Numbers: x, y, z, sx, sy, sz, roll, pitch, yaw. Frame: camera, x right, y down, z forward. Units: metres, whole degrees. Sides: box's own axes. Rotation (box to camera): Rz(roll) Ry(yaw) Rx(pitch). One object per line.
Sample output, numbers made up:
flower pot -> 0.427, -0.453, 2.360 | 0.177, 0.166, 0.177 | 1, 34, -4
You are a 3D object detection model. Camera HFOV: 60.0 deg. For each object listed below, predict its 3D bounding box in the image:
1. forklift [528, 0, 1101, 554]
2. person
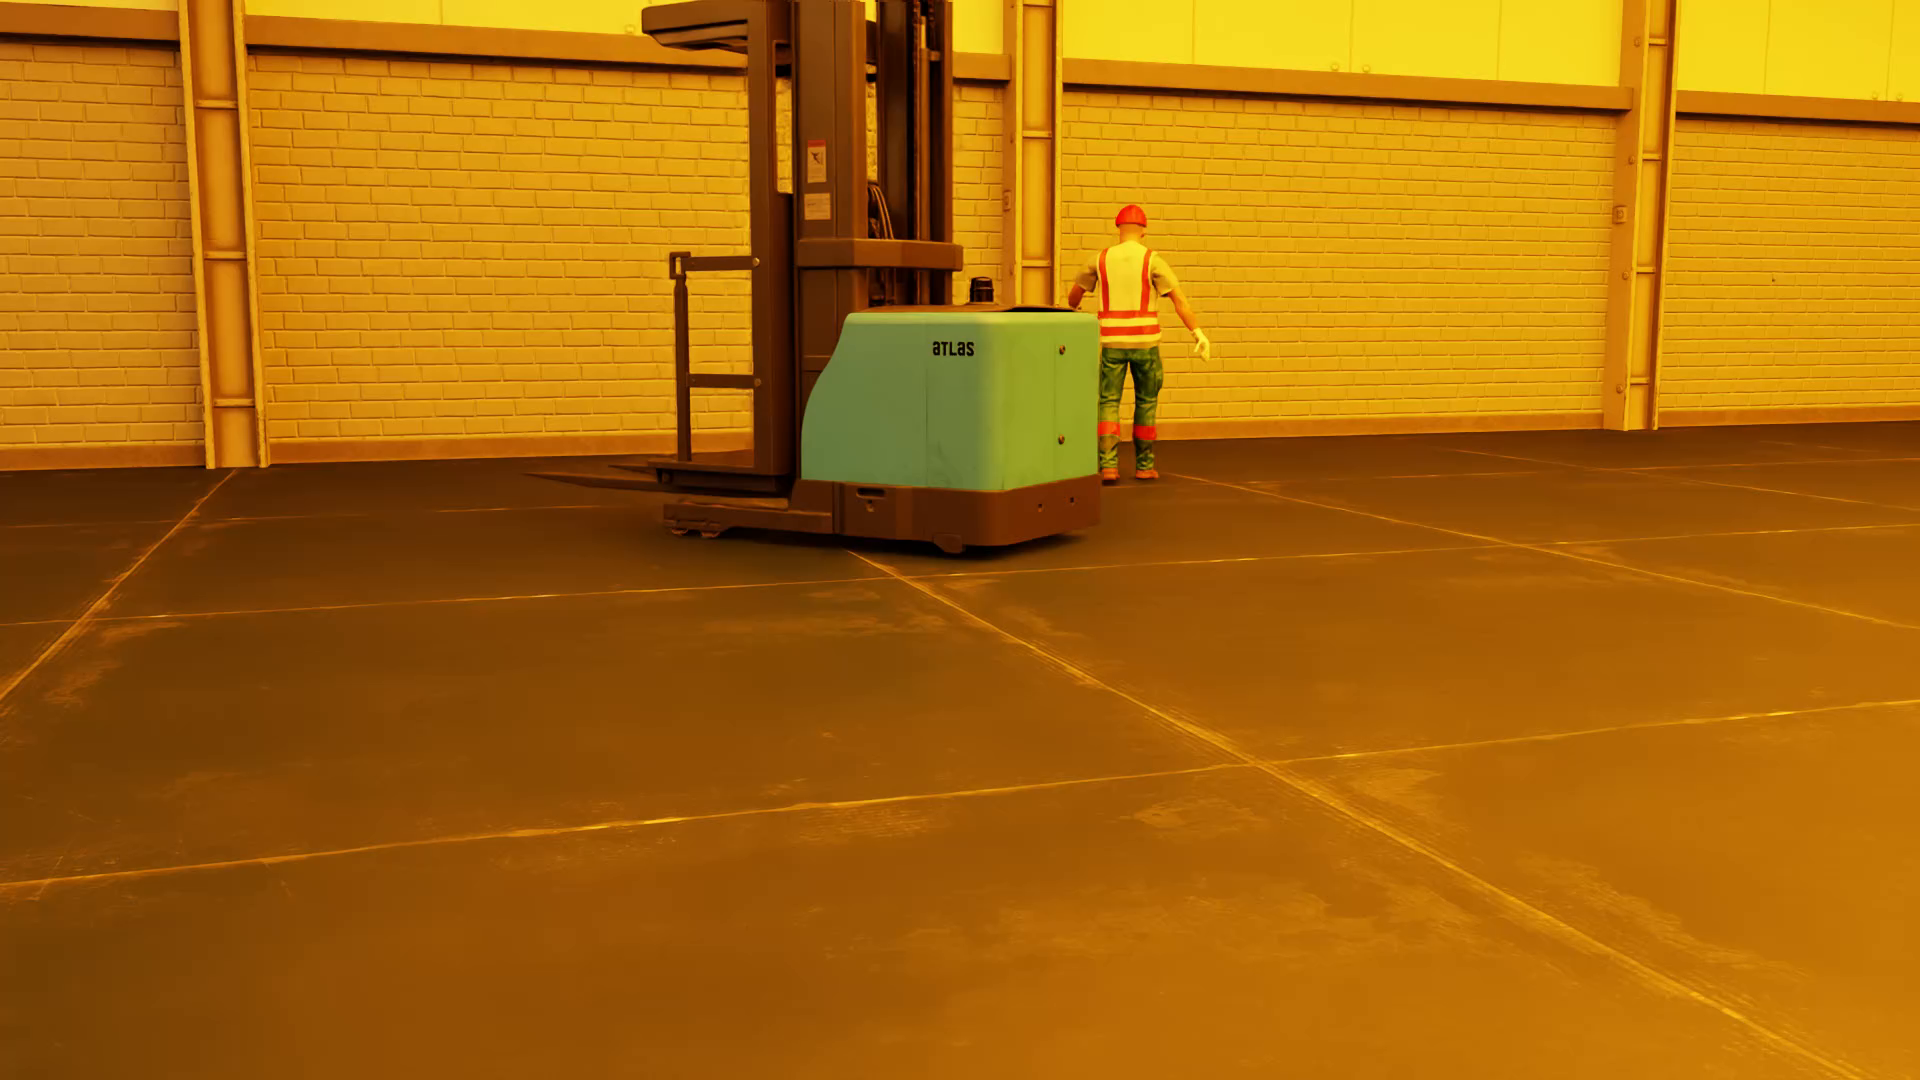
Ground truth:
forklift -> -0.848, -1.515, 8.190 | 3.031, 2.935, 1.130 | 5, 9, 32
person -> 1.119, -1.253, 10.659 | 0.996, 1.762, 0.762 | 2, 8, 14
